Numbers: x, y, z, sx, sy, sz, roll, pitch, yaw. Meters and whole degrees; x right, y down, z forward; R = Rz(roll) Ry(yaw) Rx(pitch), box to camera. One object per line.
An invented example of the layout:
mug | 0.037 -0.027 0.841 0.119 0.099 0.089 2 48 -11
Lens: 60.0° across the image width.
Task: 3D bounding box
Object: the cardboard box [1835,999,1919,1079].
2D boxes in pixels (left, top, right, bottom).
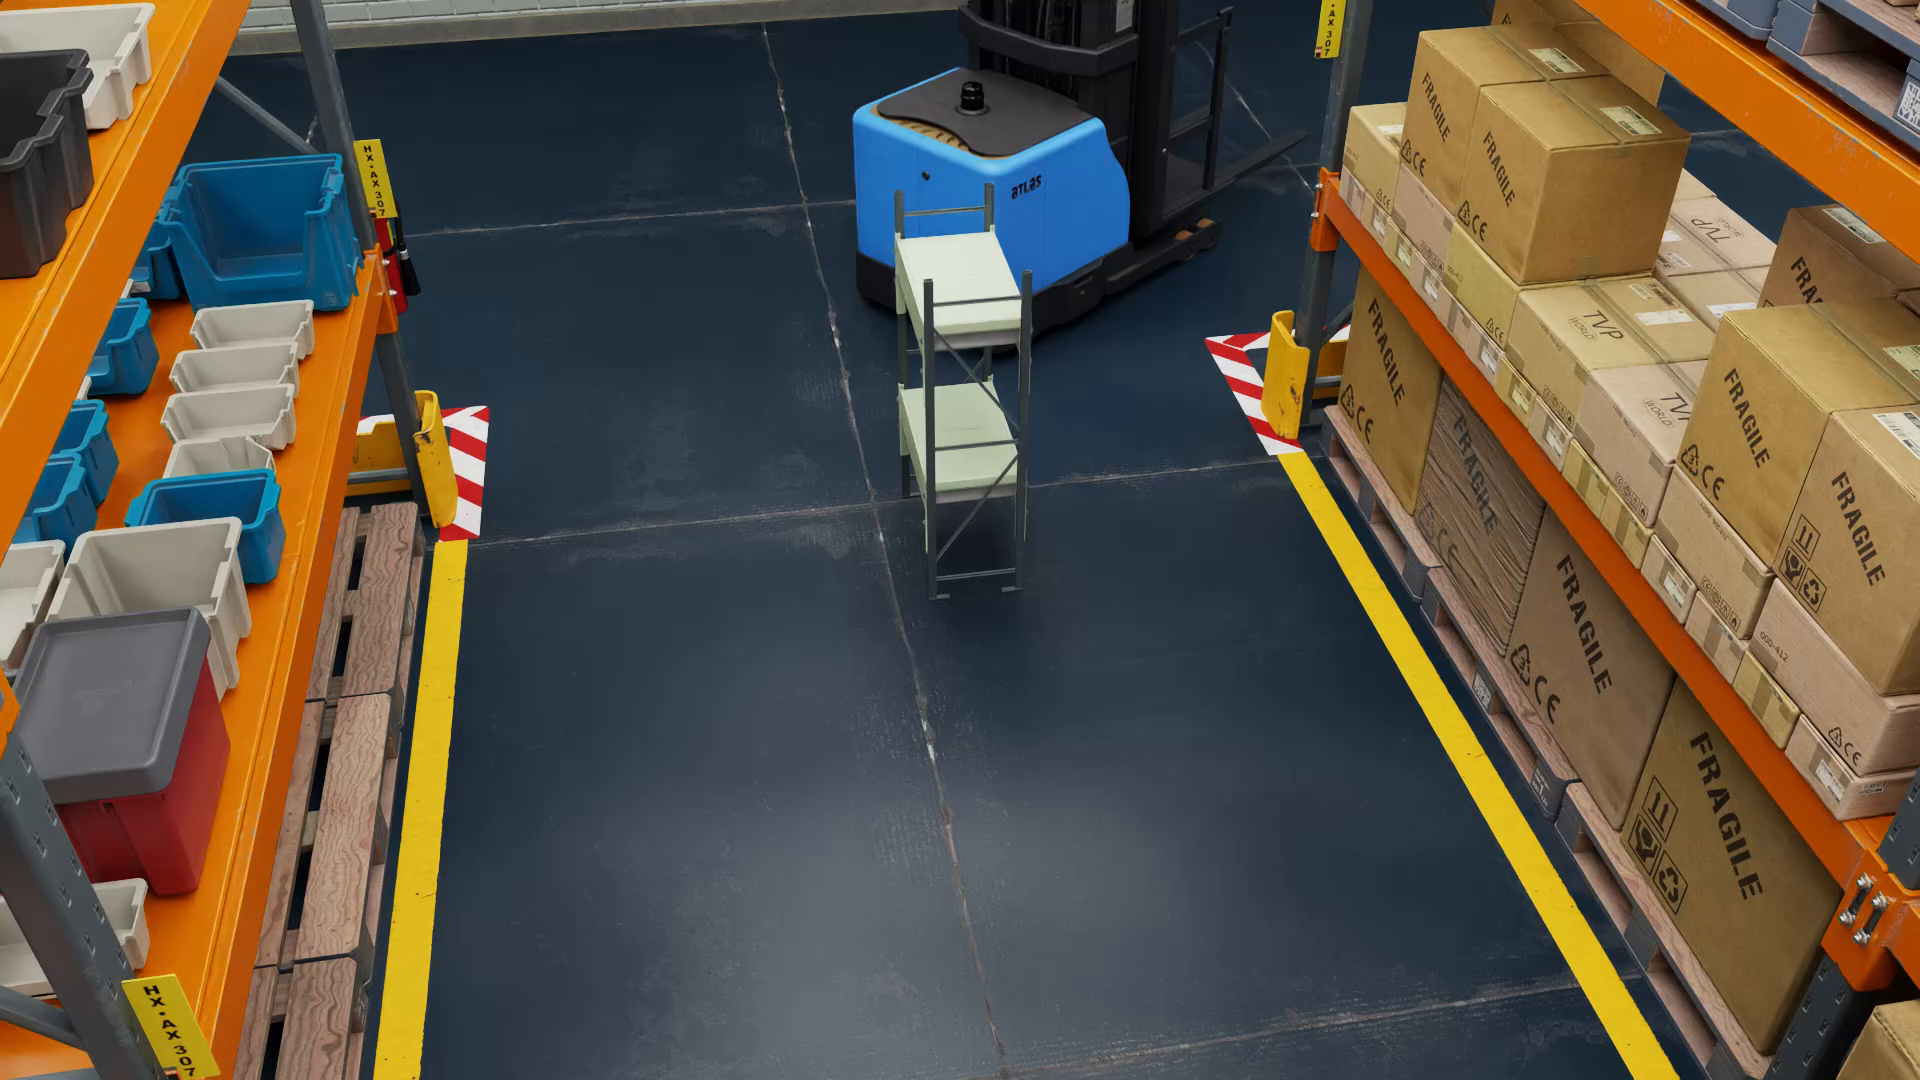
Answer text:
cardboard box | 2.893 1.670 4.045 1.225 0.875 0.875 -6 38 -8

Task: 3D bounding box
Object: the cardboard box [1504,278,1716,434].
cardboard box | 2.157 -0.611 5.472 0.500 0.250 0.500 -7 38 -9

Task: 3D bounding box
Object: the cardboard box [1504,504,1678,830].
cardboard box | 2.566 0.335 5.764 0.875 0.875 0.875 -6 38 -8

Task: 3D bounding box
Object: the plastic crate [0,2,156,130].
plastic crate | -2.210 -1.130 4.030 0.437 0.136 0.530 -6 38 -8

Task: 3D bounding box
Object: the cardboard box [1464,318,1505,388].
cardboard box | 2.025 -0.678 5.883 0.380 0.149 0.250 -7 38 -8

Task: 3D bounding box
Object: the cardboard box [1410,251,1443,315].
cardboard box | 1.936 -0.988 6.281 0.380 0.149 0.250 -7 38 -9

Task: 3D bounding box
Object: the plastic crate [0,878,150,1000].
plastic crate | -2.056 0.929 3.775 0.396 0.136 0.243 -6 38 -8

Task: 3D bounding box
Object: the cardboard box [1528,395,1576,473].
cardboard box | 2.116 -0.368 5.483 0.380 0.149 0.250 -6 38 -7

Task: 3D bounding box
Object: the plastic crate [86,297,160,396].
plastic crate | -2.982 -0.646 5.725 0.416 0.233 0.300 -6 38 -8

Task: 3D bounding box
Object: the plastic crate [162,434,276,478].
plastic crate | -2.316 -0.199 5.227 0.298 0.136 0.250 -6 38 -8

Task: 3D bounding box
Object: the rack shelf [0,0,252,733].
rack shelf | -2.466 -0.964 4.187 1.077 0.370 4.000 -6 38 -8

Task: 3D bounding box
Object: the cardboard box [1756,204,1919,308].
cardboard box | 2.754 -0.671 4.937 0.500 0.500 0.500 -7 38 -9

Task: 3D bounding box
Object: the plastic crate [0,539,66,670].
plastic crate | -2.716 0.206 4.706 0.293 0.136 0.466 -6 38 -8

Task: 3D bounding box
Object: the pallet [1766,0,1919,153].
pallet | 2.628 -1.033 3.762 1.003 0.211 1.213 -6 38 -8

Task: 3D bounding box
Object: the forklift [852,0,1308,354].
forklift | 0.825 -2.901 8.596 1.130 2.935 3.031 30 47 33

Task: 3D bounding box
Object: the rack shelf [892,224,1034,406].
rack shelf | 0.001 -0.896 6.545 0.431 0.370 0.720 -6 38 -8

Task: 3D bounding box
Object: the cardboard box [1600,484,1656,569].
cardboard box | 2.204 -0.059 5.086 0.380 0.149 0.250 -6 38 -7

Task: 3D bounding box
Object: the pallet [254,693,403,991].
pallet | -2.500 1.068 5.704 1.003 0.211 1.213 -6 38 -8

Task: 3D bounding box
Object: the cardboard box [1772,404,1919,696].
cardboard box | 2.417 0.009 4.062 0.500 0.500 0.500 -5 38 -7

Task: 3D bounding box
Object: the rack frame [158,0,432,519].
rack frame | -2.817 -1.271 6.441 1.000 3.000 0.127 -6 38 -8

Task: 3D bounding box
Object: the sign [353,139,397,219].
sign | -2.278 -1.404 6.480 0.100 0.325 0.005 -6 38 -8

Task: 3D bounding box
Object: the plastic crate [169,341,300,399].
plastic crate | -2.459 -0.541 5.667 0.396 0.136 0.243 -6 38 -8

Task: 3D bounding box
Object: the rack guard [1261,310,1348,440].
rack guard | 2.056 -0.831 7.912 1.175 0.500 0.348 -6 38 -8

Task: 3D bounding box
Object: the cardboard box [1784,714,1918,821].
cardboard box | 2.385 0.562 4.286 0.380 0.149 0.250 -6 38 -8

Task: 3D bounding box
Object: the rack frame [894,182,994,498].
rack frame | -0.063 -0.809 7.069 0.400 1.500 0.023 -6 38 -8

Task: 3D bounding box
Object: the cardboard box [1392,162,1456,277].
cardboard box | 1.976 -1.230 6.268 0.500 0.250 0.500 -7 38 -9

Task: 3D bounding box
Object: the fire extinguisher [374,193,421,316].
fire extinguisher | -2.396 -1.233 6.759 0.296 0.674 0.183 -6 38 -8

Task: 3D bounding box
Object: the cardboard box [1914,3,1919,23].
cardboard box | 2.565 -1.283 3.507 0.700 0.500 0.500 -8 39 -11

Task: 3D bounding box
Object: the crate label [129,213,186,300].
crate label | -3.097 -1.044 6.237 0.416 0.233 0.303 -6 38 -8

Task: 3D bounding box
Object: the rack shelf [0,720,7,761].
rack shelf | -1.765 1.452 1.077 1.077 0.370 4.000 -6 38 -8

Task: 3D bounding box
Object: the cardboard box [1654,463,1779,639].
cardboard box | 2.332 0.003 4.681 0.500 0.250 0.500 -5 38 -7

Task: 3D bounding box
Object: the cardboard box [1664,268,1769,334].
cardboard box | 2.679 -0.670 5.547 0.500 0.250 0.500 -6 38 -8

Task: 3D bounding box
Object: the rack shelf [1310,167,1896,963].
rack shelf | 2.410 -0.312 5.793 1.077 0.370 4.000 -6 38 -8

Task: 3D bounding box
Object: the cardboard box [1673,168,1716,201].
cardboard box | 2.494 -1.291 6.347 0.500 0.250 0.500 -7 38 -9

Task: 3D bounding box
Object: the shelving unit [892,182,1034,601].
shelving unit | 0.001 -0.588 6.785 0.431 1.500 0.755 -6 38 -8

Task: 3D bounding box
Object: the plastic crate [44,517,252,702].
plastic crate | -2.202 0.226 4.562 0.437 0.282 0.530 -6 38 -8

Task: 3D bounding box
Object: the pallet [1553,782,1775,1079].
pallet | 2.705 1.246 5.475 1.003 0.211 1.213 -6 38 -8

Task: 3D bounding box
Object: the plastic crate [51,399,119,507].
plastic crate | -2.867 -0.249 5.213 0.416 0.233 0.300 -6 38 -8

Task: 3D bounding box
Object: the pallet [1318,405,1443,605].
pallet | 2.277 -0.228 7.372 1.003 0.211 1.213 -6 38 -8

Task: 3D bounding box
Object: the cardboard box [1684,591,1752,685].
cardboard box | 2.295 0.252 4.685 0.380 0.149 0.250 -7 38 -9

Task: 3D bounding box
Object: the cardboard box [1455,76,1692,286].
cardboard box | 2.062 -1.225 5.650 0.500 0.500 0.500 -7 38 -9

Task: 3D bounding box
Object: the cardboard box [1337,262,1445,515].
cardboard box | 2.251 -0.753 7.163 0.875 0.875 0.875 -6 38 -8

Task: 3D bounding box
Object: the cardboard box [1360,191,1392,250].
cardboard box | 1.843 -1.300 6.683 0.380 0.149 0.250 -7 38 -9
